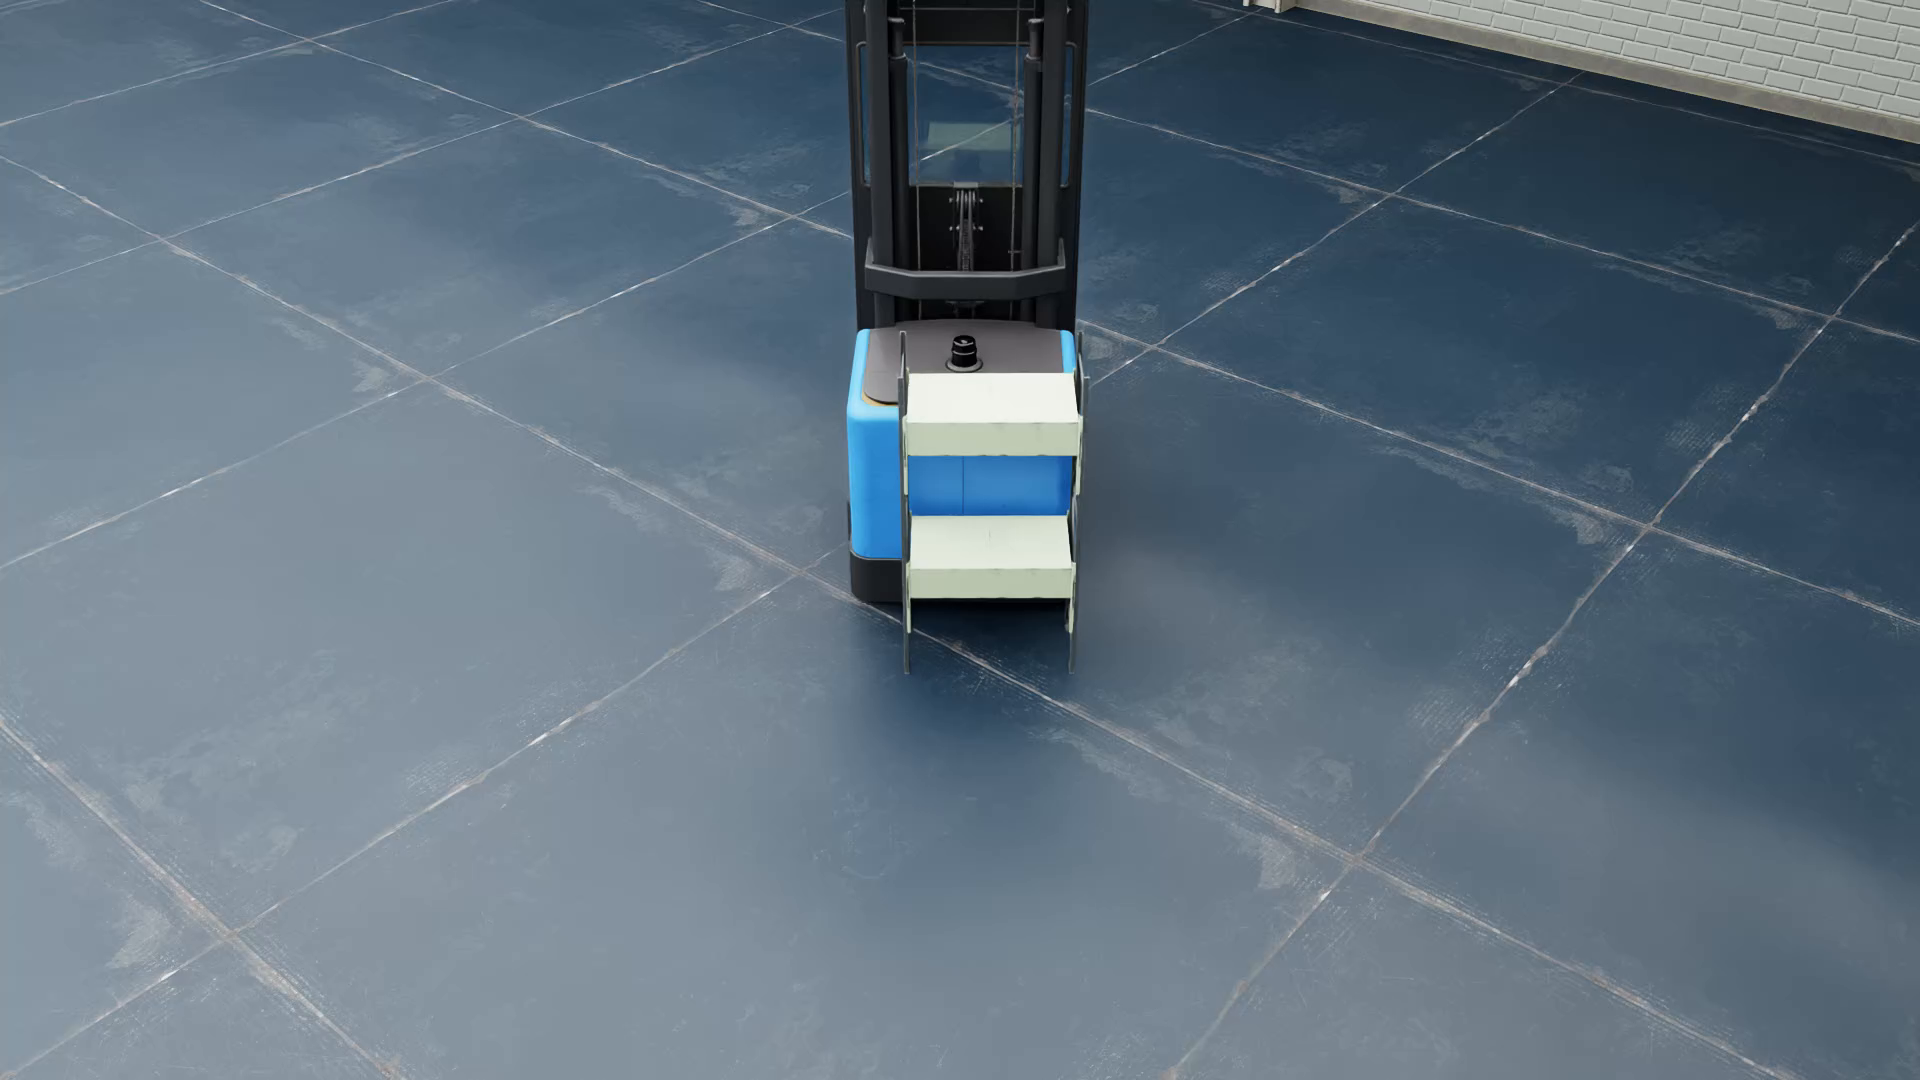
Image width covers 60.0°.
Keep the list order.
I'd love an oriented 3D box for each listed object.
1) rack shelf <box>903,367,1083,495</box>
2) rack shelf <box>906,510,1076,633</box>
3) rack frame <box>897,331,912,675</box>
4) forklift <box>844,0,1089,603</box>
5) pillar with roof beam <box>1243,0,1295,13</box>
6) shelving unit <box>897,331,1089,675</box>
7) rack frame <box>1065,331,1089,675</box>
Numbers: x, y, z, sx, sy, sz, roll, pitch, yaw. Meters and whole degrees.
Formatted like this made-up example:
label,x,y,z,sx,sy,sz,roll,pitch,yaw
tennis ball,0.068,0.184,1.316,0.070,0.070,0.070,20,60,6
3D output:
label,x,y,z,sx,sy,sz,roll,pitch,yaw
rack shelf,0.131,-0.453,6.895,0.720,0.370,0.431,0,34,0
rack shelf,0.131,0.138,7.301,0.720,0.370,0.431,0,34,0
rack frame,-0.235,-0.131,7.115,0.023,1.500,0.400,0,34,0
forklift,0.033,-1.716,8.159,1.130,2.935,3.031,0,34,1
pillar with roof beam,0.135,-6.826,10.241,0.400,9.000,9.100,25,42,32
shelving unit,0.131,-0.131,7.116,0.755,1.500,0.431,0,34,0
rack frame,0.497,-0.132,7.117,0.023,1.500,0.400,0,34,0
